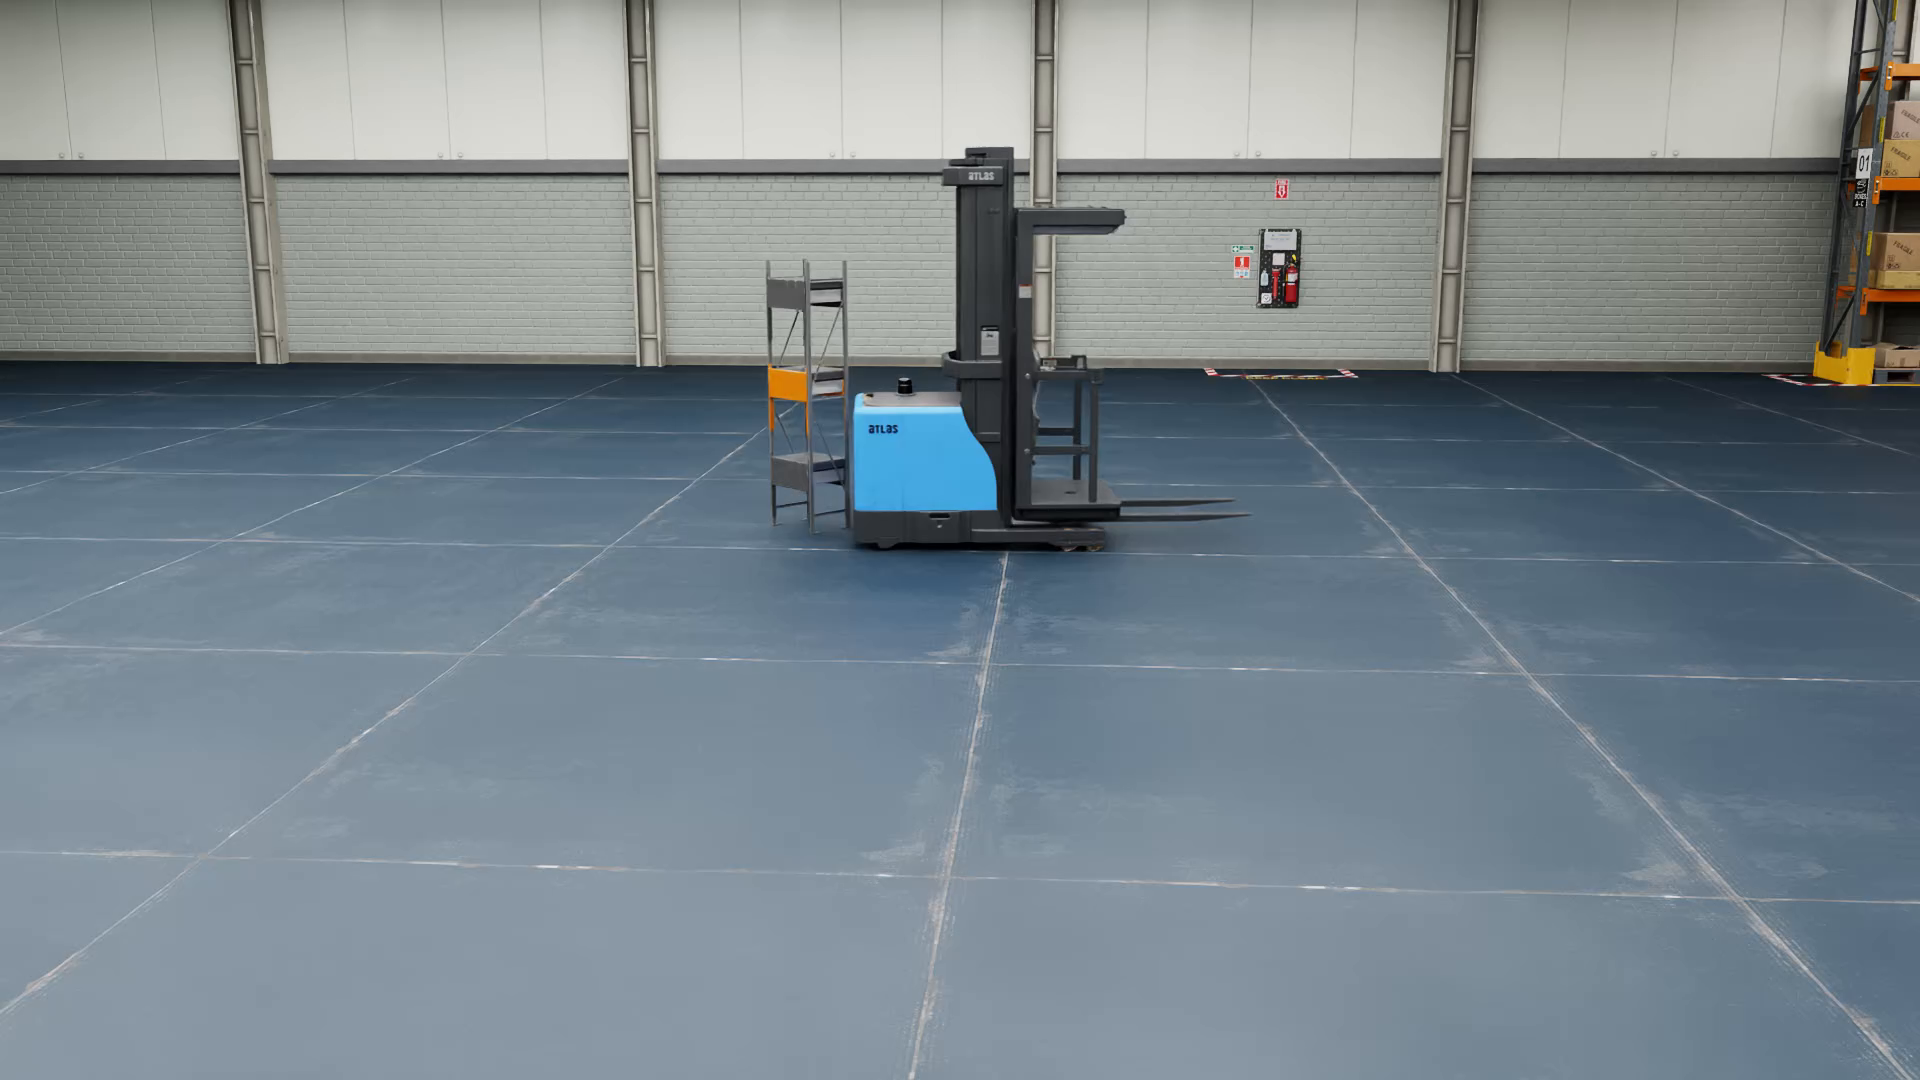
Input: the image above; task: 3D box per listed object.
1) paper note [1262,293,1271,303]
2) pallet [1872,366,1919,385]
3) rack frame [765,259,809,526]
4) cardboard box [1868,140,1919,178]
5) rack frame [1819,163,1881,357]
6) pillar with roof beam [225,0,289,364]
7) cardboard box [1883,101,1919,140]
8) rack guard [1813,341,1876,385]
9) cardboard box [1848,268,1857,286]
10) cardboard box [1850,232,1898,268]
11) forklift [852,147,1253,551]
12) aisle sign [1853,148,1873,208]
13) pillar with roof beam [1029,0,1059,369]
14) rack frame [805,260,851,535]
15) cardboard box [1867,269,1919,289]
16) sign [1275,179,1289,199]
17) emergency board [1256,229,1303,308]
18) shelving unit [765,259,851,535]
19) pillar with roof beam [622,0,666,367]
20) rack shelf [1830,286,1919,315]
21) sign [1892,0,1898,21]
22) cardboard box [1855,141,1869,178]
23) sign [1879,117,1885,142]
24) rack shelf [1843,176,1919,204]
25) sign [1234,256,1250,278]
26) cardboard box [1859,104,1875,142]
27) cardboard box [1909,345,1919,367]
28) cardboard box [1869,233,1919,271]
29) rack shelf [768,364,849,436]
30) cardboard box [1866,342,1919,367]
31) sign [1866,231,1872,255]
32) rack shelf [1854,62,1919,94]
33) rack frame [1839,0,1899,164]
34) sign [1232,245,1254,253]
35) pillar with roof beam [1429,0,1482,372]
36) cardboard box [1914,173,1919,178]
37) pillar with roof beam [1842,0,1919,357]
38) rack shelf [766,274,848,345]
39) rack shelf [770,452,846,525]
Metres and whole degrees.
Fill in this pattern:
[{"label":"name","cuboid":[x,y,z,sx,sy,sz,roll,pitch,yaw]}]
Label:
[{"label":"paper note","cuboid":[4.588,-3.618,24.888,0.142,0.148,0.016,1,12,4]},{"label":"pallet","cuboid":[13.337,-2.357,23.521,1.213,0.211,1.003,1,12,4]},{"label":"rack frame","cuboid":[-1.358,-1.169,13.227,0.400,2.100,0.015,-11,16,-43]},{"label":"cardboard box","cuboid":[12.770,-5.213,22.743,0.500,0.500,0.500,1,12,5]},{"label":"rack frame","cuboid":[12.453,-3.742,23.329,0.127,3.000,1.000,1,12,4]},{"label":"pillar with roof beam","cuboid":[-11.025,-6.294,20.879,0.400,9.000,9.100,1,12,4]},{"label":"cardboard box","cuboid":[12.821,-5.703,22.644,0.500,0.500,0.500,0,12,0]},{"label":"rack guard","cuboid":[12.529,-2.517,23.580,0.348,0.500,1.175,1,12,4]},{"label":"cardboard box","cuboid":[12.933,-3.711,23.501,0.500,0.250,0.500,1,12,5]},{"label":"cardboard box","cuboid":[12.938,-4.082,23.442,0.500,0.500,0.500,1,12,3]},{"label":"forklift","cuboid":[0.697,-1.463,12.604,3.031,2.935,1.130,-1,12,-3]},{"label":"aisle sign","cuboid":[12.361,-4.954,22.774,0.004,0.787,0.394,1,12,4]},{"label":"pillar with roof beam","cuboid":[0.949,-6.130,20.094,0.400,9.000,9.100,1,12,4]},{"label":"rack frame","cuboid":[-1.021,-1.097,12.882,0.400,2.100,0.015,-11,16,-43]},{"label":"cardboard box","cuboid":[12.919,-3.606,23.000,0.500,0.250,0.500,0,12,2]},{"label":"sign","cuboid":[4.758,-5.187,24.579,0.199,0.298,0.001,1,12,4]},{"label":"emergency board","cuboid":[4.760,-4.032,24.719,0.643,1.169,0.194,1,12,4]},{"label":"shelving unit","cuboid":[-1.189,-1.133,13.055,0.431,2.100,0.503,-11,16,-43]},{"label":"pillar with roof beam","cuboid":[-5.038,-6.212,20.486,0.400,9.000,9.100,1,12,4]},{"label":"rack shelf","cuboid":[14.449,-3.362,23.271,4.000,0.370,1.077,1,12,4]},{"label":"sign","cuboid":[12.417,-7.063,22.081,0.005,0.325,0.100,1,12,4]},{"label":"cardboard box","cuboid":[12.886,-5.314,23.229,0.500,0.500,0.500,2,12,8]},{"label":"sign","cuboid":[12.417,-5.527,22.402,0.005,0.325,0.100,1,12,4]},{"label":"rack shelf","cuboid":[14.449,-4.830,22.964,4.000,0.370,1.077,1,12,4]},{"label":"sign","cuboid":[4.215,-4.078,24.852,0.234,0.329,0.001,1,12,4]},{"label":"cardboard box","cuboid":[12.901,-5.805,23.134,0.500,0.500,0.500,1,12,6]},{"label":"cardboard box","cuboid":[13.706,-2.605,23.388,0.500,0.311,0.500,2,12,8]},{"label":"cardboard box","cuboid":[12.909,-3.977,22.940,0.500,0.500,0.500,1,12,4]},{"label":"rack shelf","cuboid":[-1.189,-1.119,13.058,0.431,0.518,0.480,-11,16,-43]},{"label":"cardboard box","cuboid":[13.137,-2.613,23.426,0.500,0.311,0.500,-1,12,-3]},{"label":"sign","cuboid":[12.417,-4.054,22.710,0.005,0.325,0.100,1,12,4]},{"label":"rack shelf","cuboid":[14.449,-6.297,22.658,4.000,0.370,1.077,1,12,4]},{"label":"rack frame","cuboid":[12.453,-6.678,22.714,0.127,3.000,1.000,1,12,4]},{"label":"sign","cuboid":[4.219,-4.336,24.789,0.331,0.109,0.001,1,12,4]},{"label":"pillar with roof beam","cuboid":[6.935,-6.048,19.701,0.400,9.000,9.100,1,12,4]},{"label":"cardboard box","cuboid":[13.304,-5.198,22.673,0.500,0.500,0.500,2,12,8]},{"label":"pillar with roof beam","cuboid":[12.922,-5.966,19.309,0.400,9.000,9.100,1,12,4]},{"label":"rack shelf","cuboid":[-1.189,-1.805,12.914,0.431,0.518,0.480,-11,16,-43]},{"label":"rack shelf","cuboid":[-1.189,-0.434,13.201,0.431,0.518,0.480,-11,16,-43]}]
